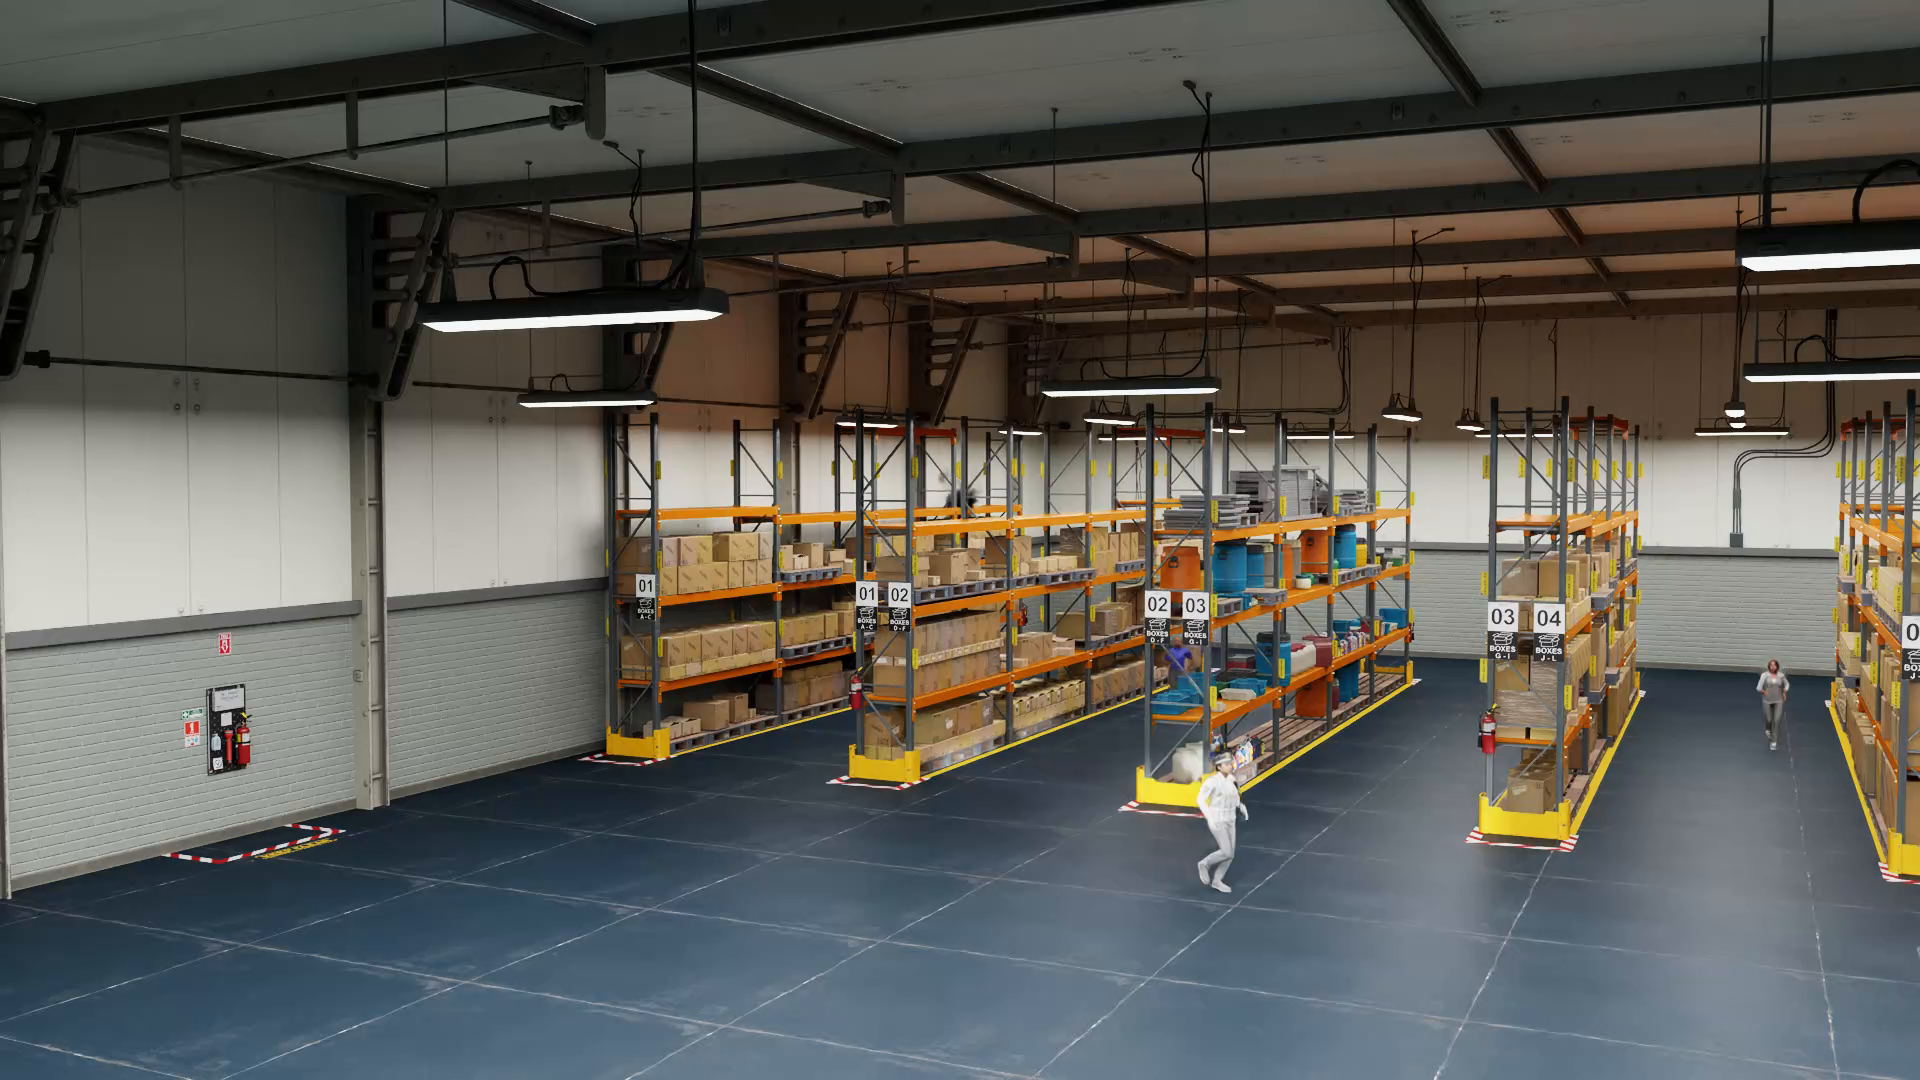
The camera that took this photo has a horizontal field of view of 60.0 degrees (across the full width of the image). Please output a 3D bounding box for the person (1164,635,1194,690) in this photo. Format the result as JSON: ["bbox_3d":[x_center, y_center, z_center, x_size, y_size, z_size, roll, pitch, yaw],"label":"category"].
[{"bbox_3d":[4.371,2.768,33.392,0.560,1.713,0.728,1,3,20],"label":"person"}]

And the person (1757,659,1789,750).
[{"bbox_3d":[14.639,2.939,29.944,0.537,1.587,0.860,1,3,23],"label":"person"}]

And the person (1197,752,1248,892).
[{"bbox_3d":[3.130,3.342,19.794,0.634,1.666,0.544,-2,3,-40],"label":"person"}]
